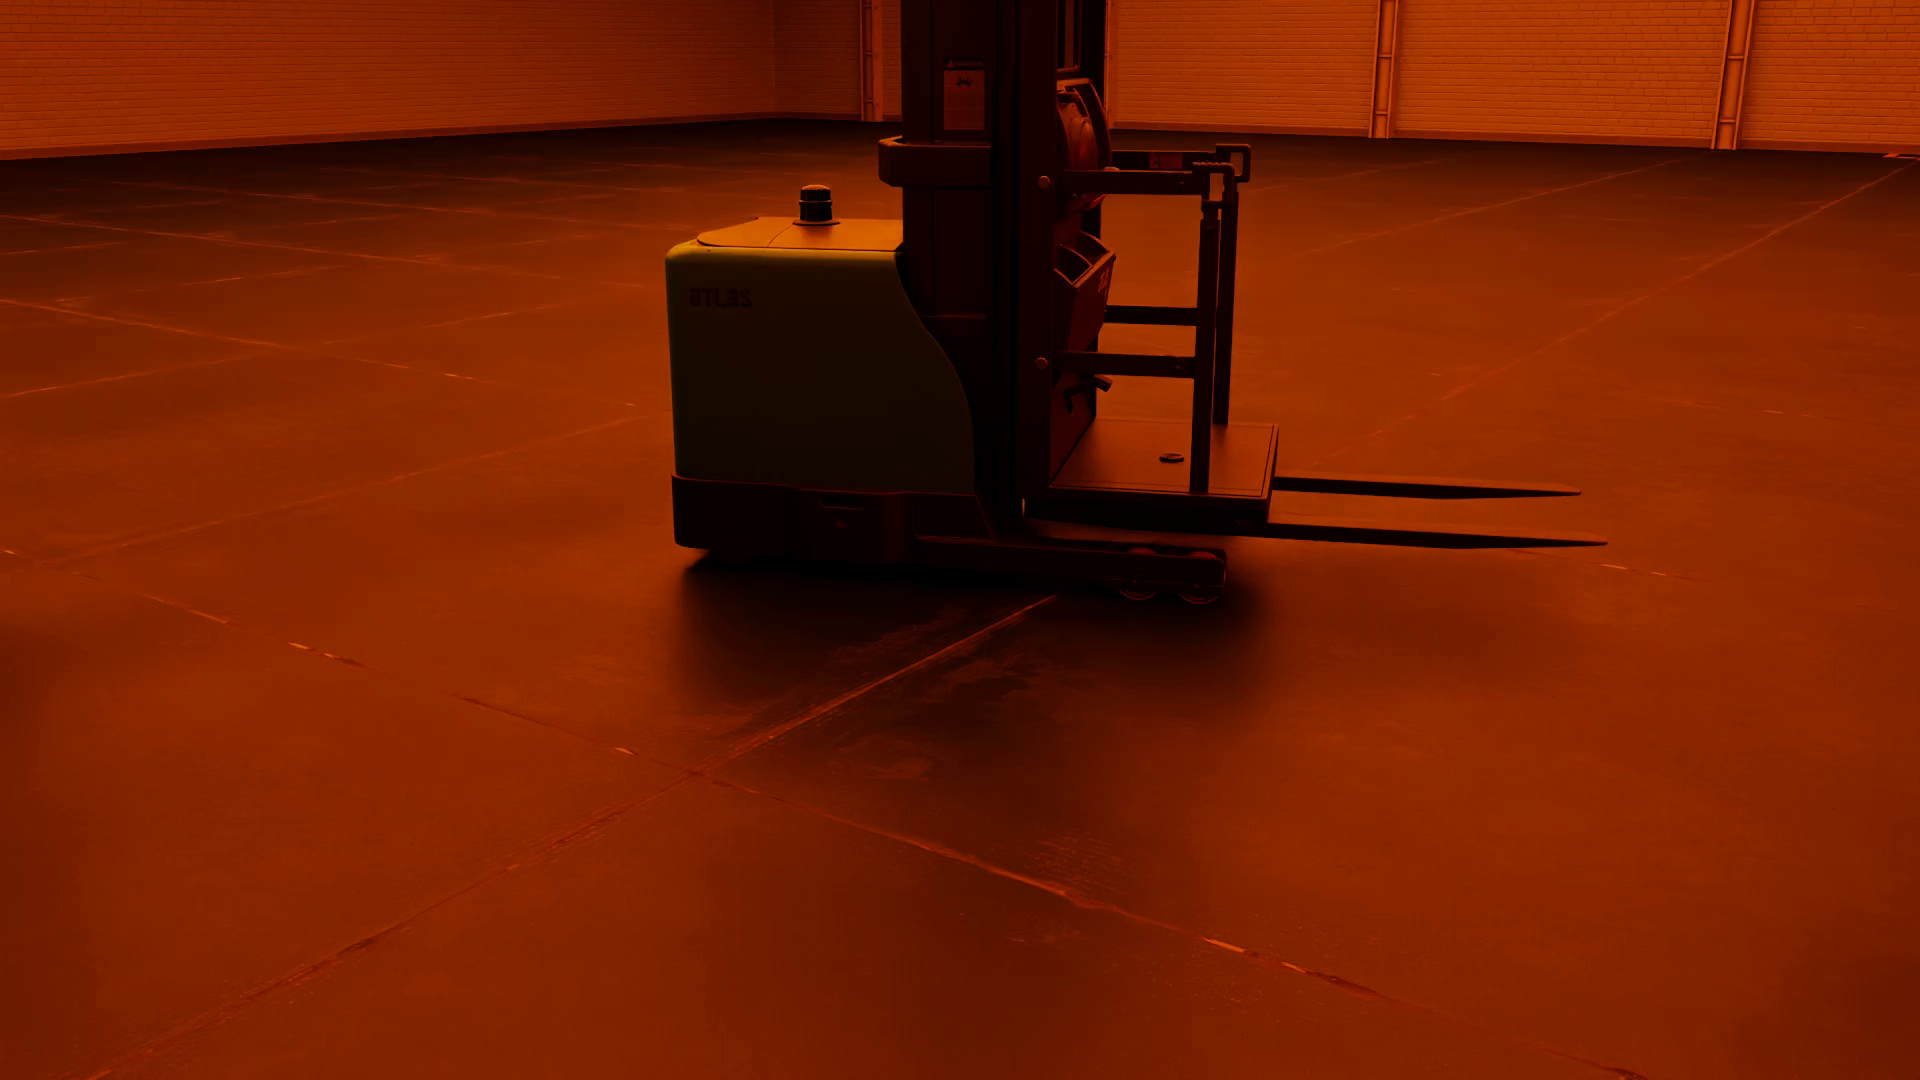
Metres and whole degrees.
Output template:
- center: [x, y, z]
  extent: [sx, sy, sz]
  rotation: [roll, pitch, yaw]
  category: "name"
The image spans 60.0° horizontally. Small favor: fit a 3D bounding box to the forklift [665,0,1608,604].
- center: [0.595, -1.367, 5.404]
  extent: [3.031, 2.935, 1.130]
  rotation: [4, 17, 12]
  category: "forklift"
